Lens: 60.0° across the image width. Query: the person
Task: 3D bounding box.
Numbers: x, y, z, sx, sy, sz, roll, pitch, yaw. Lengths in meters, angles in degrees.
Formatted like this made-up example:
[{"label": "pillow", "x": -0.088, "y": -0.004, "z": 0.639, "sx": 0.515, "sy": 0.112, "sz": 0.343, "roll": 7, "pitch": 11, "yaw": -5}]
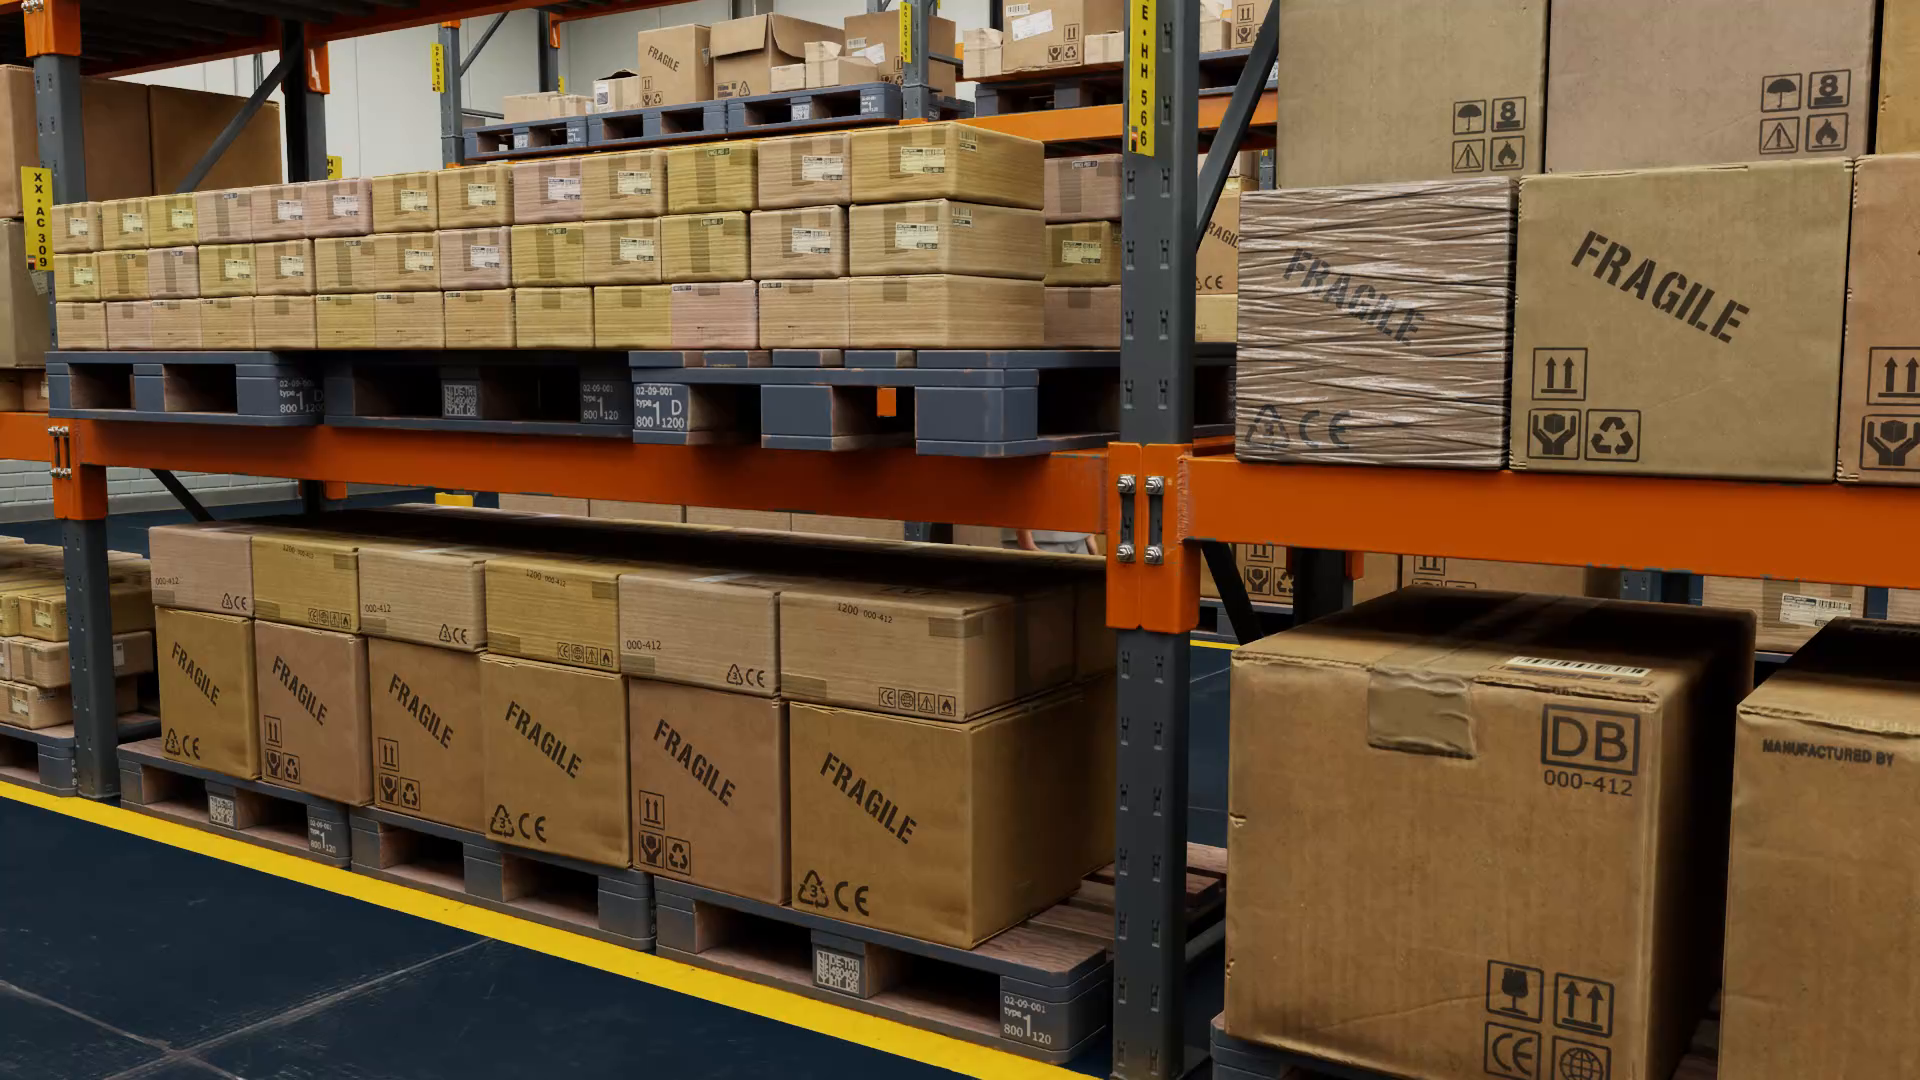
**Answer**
[{"label": "person", "x": 0.325, "y": 0.024, "z": 5.756, "sx": 0.352, "sy": 1.672, "sz": 0.495, "roll": 4, "pitch": 8, "yaw": 33}]
